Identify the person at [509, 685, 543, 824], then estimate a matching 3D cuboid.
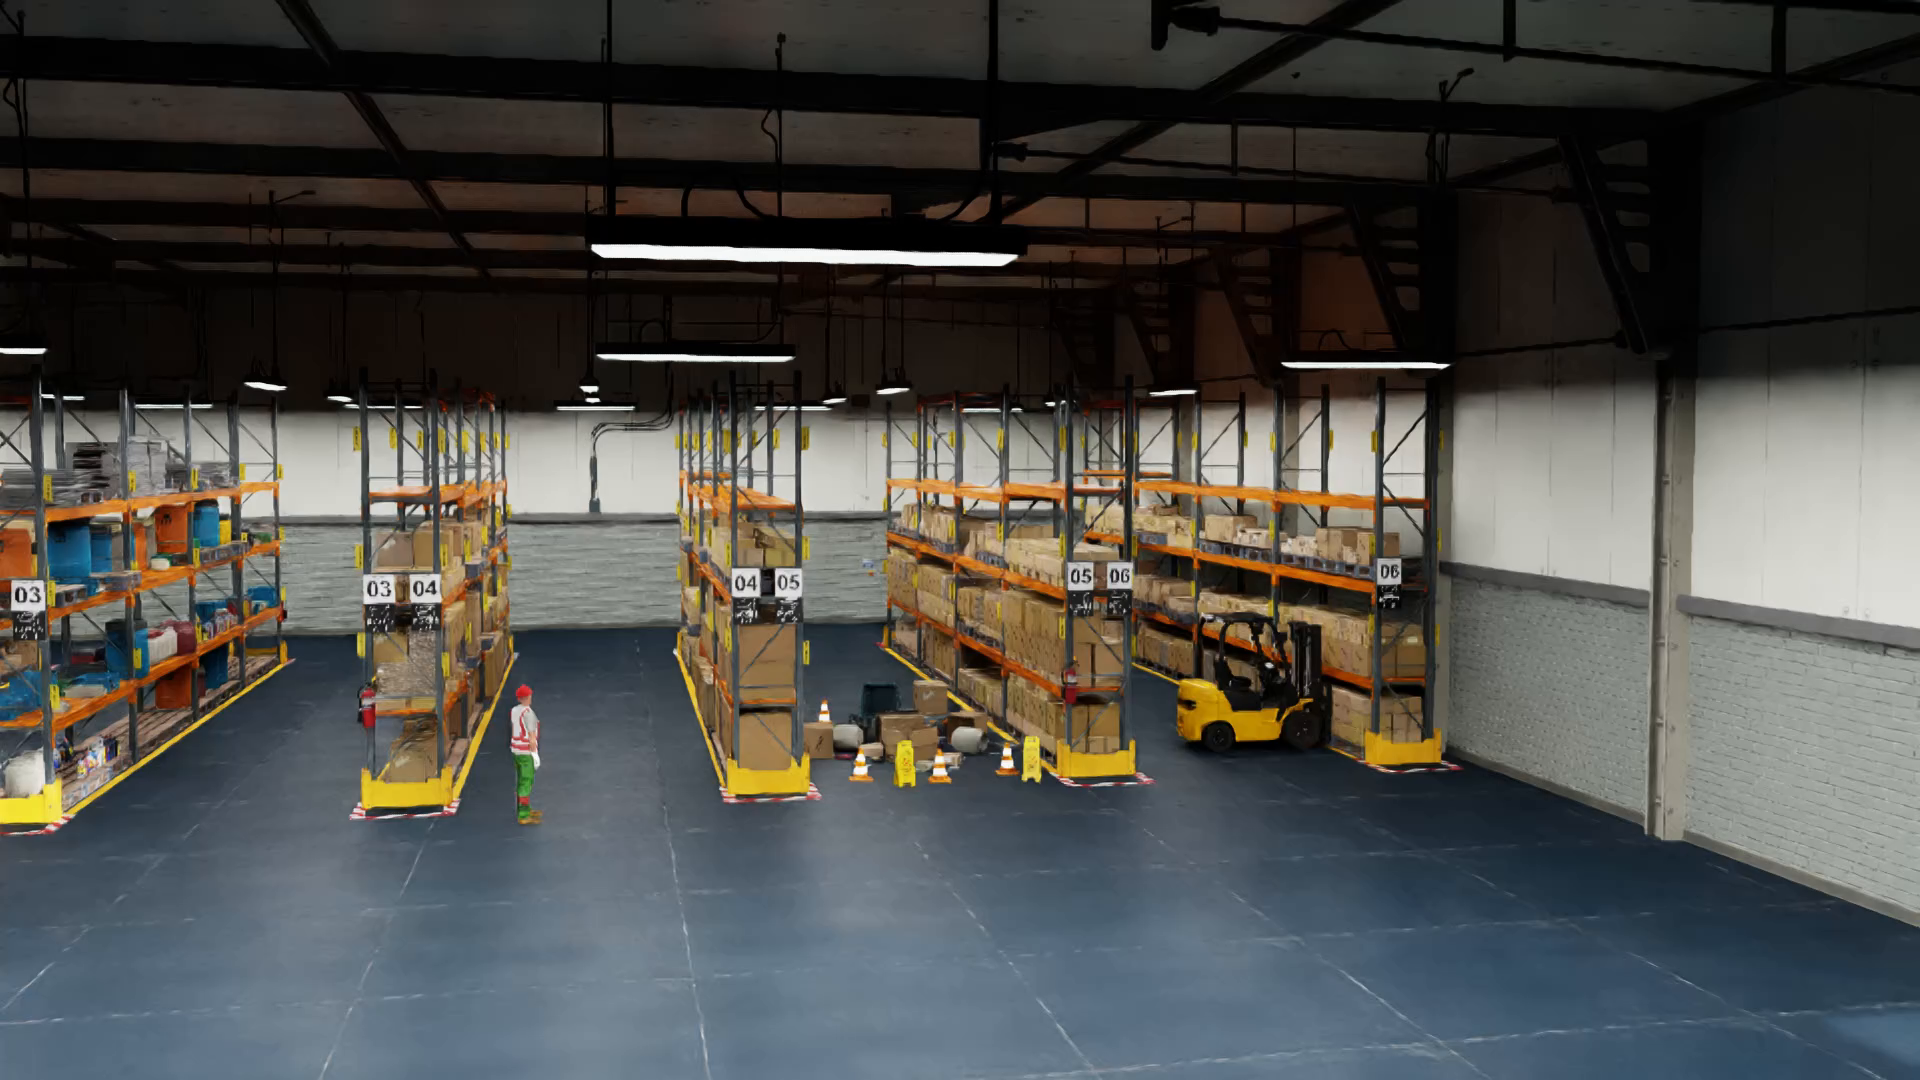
[{"bbox_3d":[-5.671,2.789,21.856,0.454,1.788,0.601,-3,4,-39],"label":"person"}]
